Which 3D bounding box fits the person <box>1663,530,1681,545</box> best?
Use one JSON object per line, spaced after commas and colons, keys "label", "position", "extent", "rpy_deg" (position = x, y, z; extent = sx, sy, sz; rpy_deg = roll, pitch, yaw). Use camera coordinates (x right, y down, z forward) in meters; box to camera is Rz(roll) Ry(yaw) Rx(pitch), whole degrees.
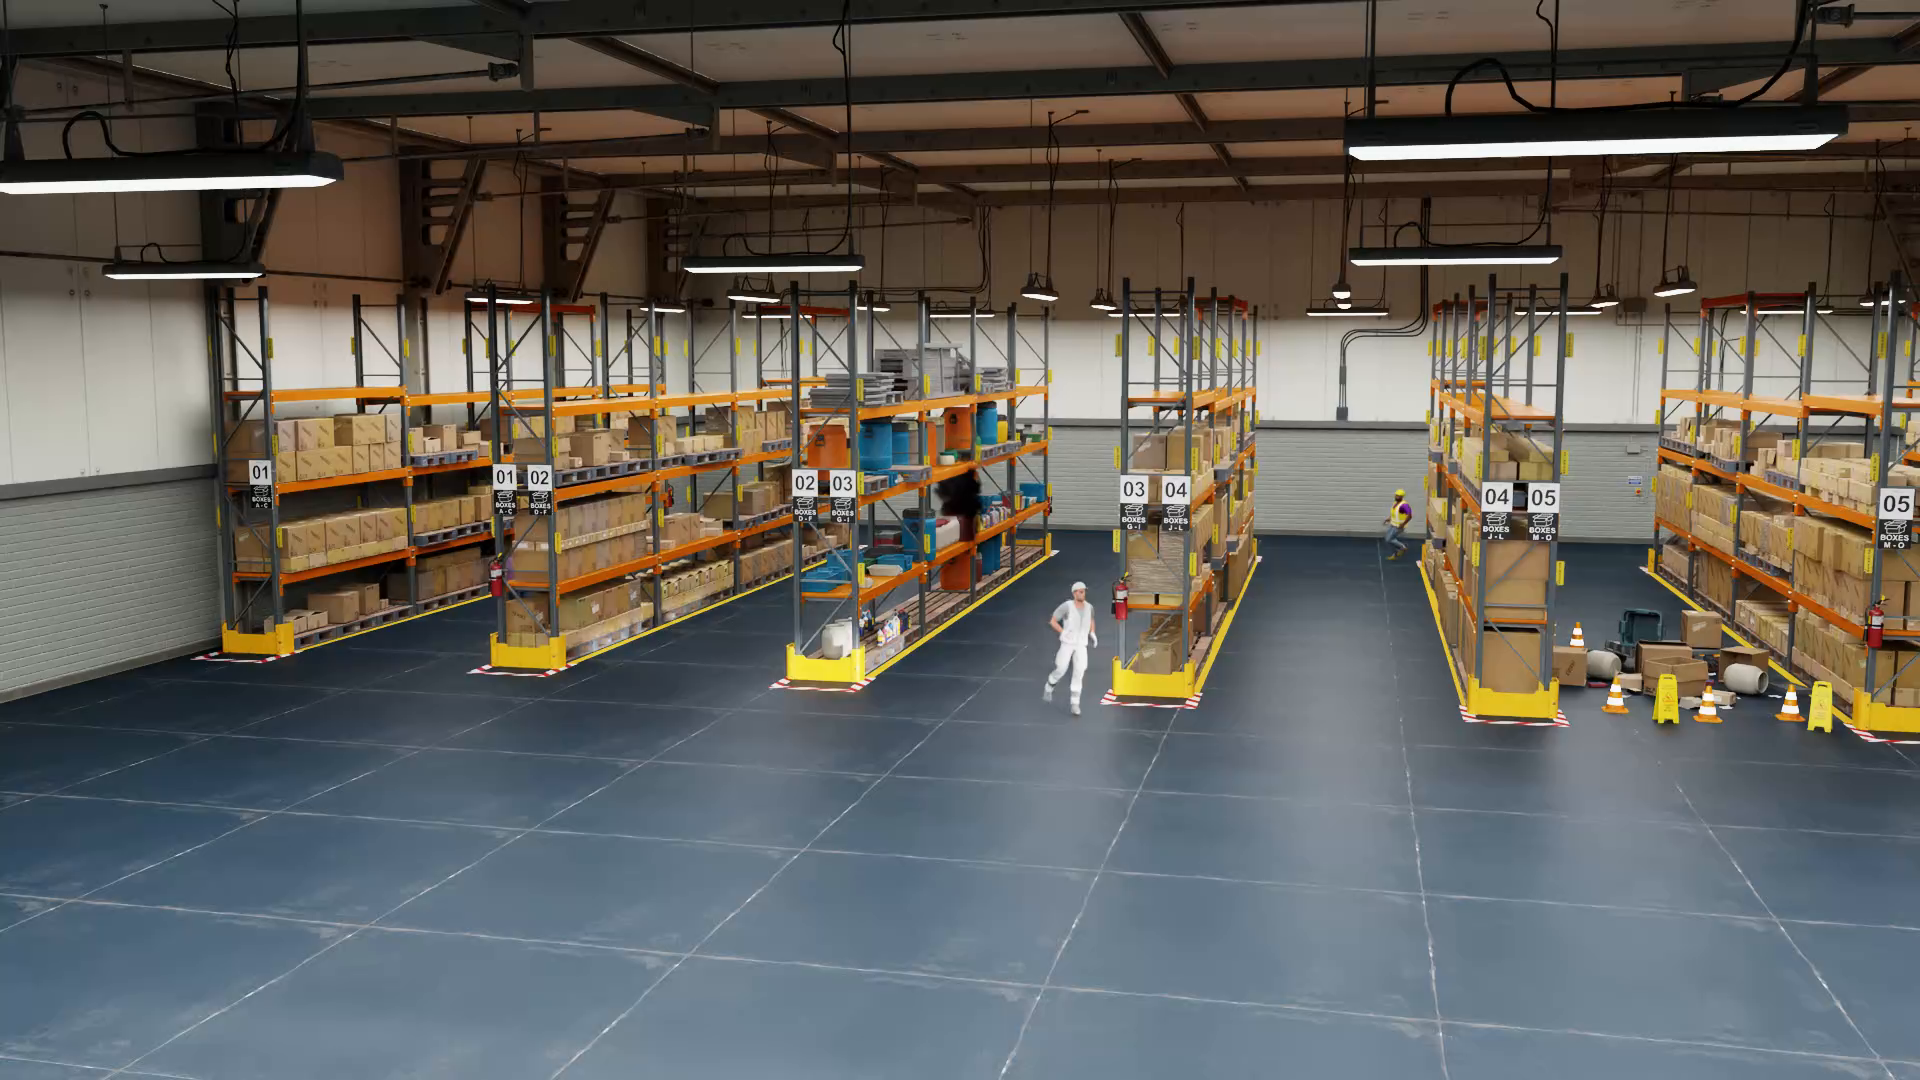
{"label": "person", "position": [16.551, -0.168, 38.502], "extent": [0.521, 1.522, 0.628], "rpy_deg": [5, 8, 39]}

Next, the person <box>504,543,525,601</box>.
{"label": "person", "position": [-7.845, 0.864, 29.318], "extent": [0.490, 1.610, 0.711], "rpy_deg": [1, 7, 5]}

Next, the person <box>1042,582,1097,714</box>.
{"label": "person", "position": [1.604, 1.464, 23.099], "extent": [0.720, 1.755, 0.982], "rpy_deg": [-2, 7, -17]}

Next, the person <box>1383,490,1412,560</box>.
{"label": "person", "position": [10.337, -0.347, 39.324], "extent": [0.531, 1.694, 0.756], "rpy_deg": [-1, 7, -10]}
